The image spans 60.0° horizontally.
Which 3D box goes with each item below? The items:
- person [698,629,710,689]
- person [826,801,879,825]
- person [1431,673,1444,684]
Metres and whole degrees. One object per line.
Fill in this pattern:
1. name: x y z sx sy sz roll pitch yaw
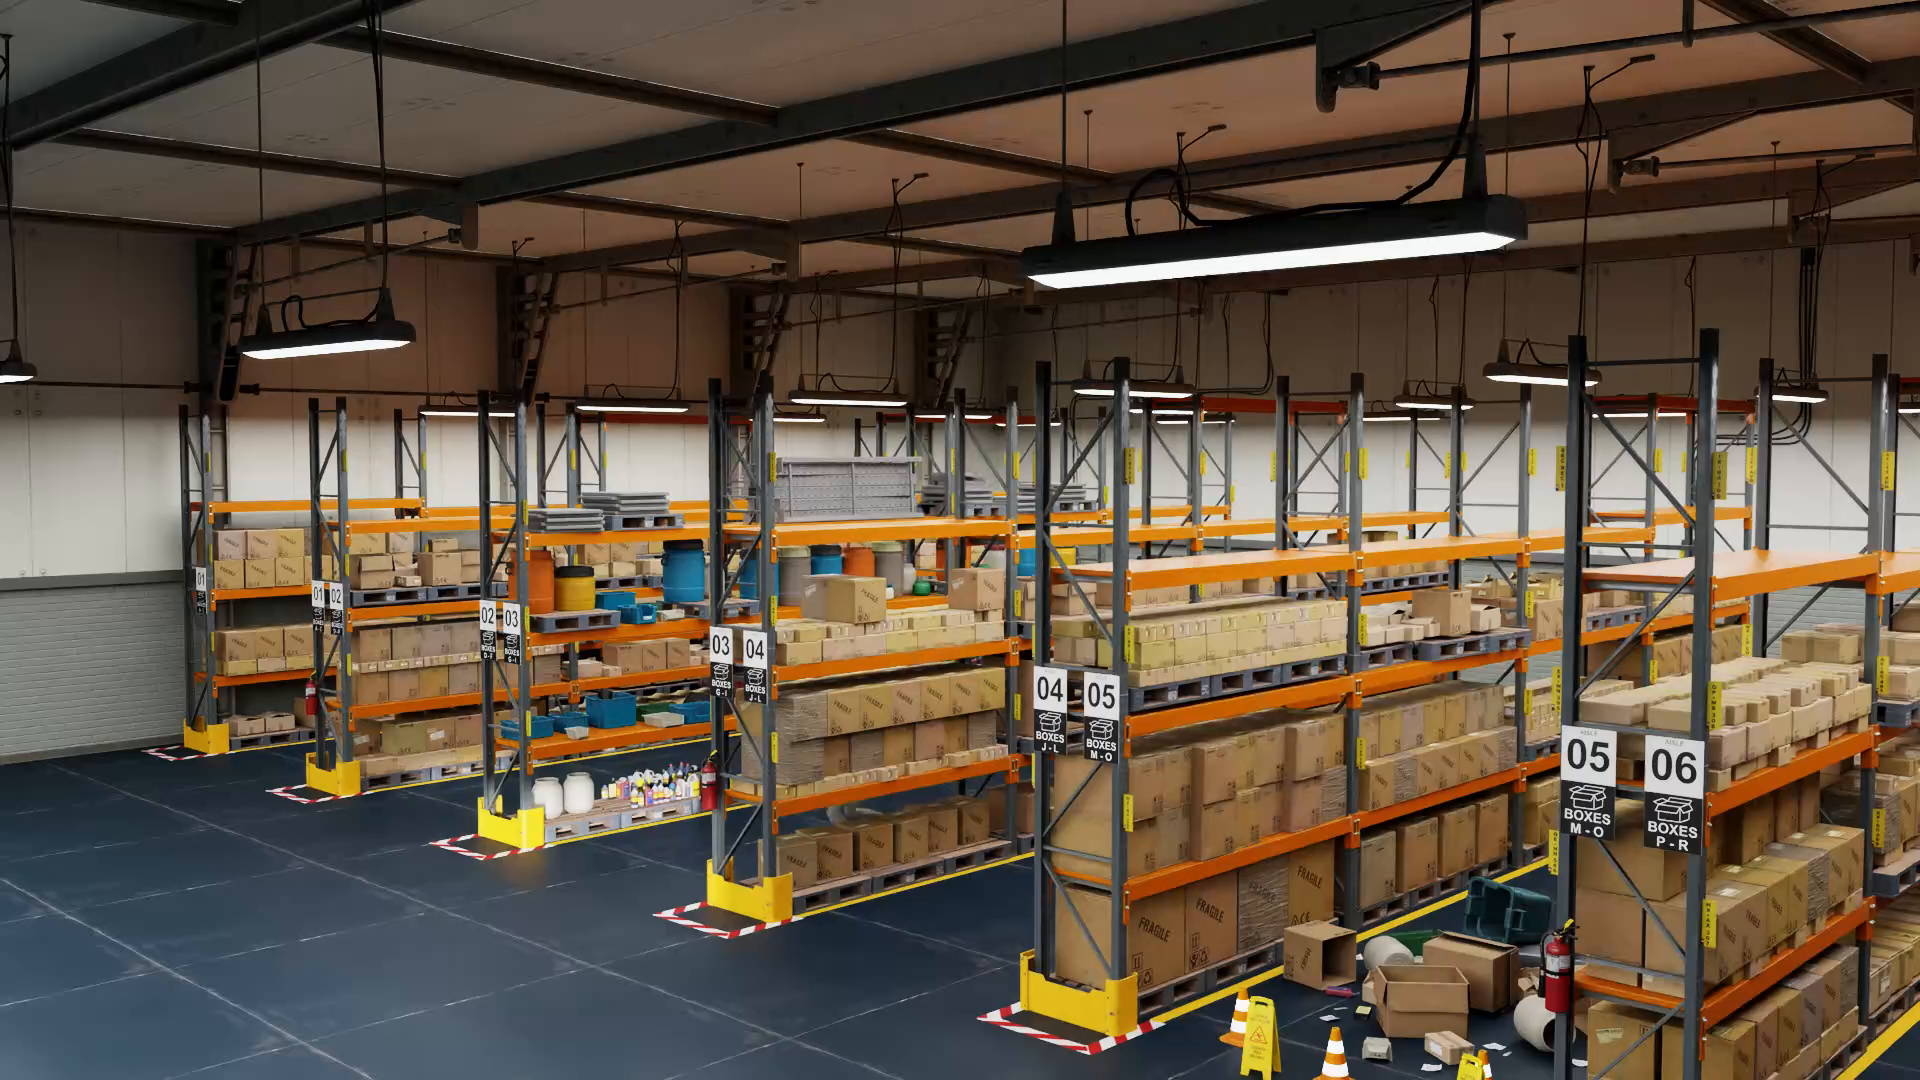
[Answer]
1. person: -5.080 2.550 33.730 0.668 1.686 0.585 2 4 35
2. person: -1.437 3.270 21.973 0.964 1.518 0.567 -3 4 -42
3. person: 8.015 2.937 27.542 0.584 1.641 0.816 3 4 41
